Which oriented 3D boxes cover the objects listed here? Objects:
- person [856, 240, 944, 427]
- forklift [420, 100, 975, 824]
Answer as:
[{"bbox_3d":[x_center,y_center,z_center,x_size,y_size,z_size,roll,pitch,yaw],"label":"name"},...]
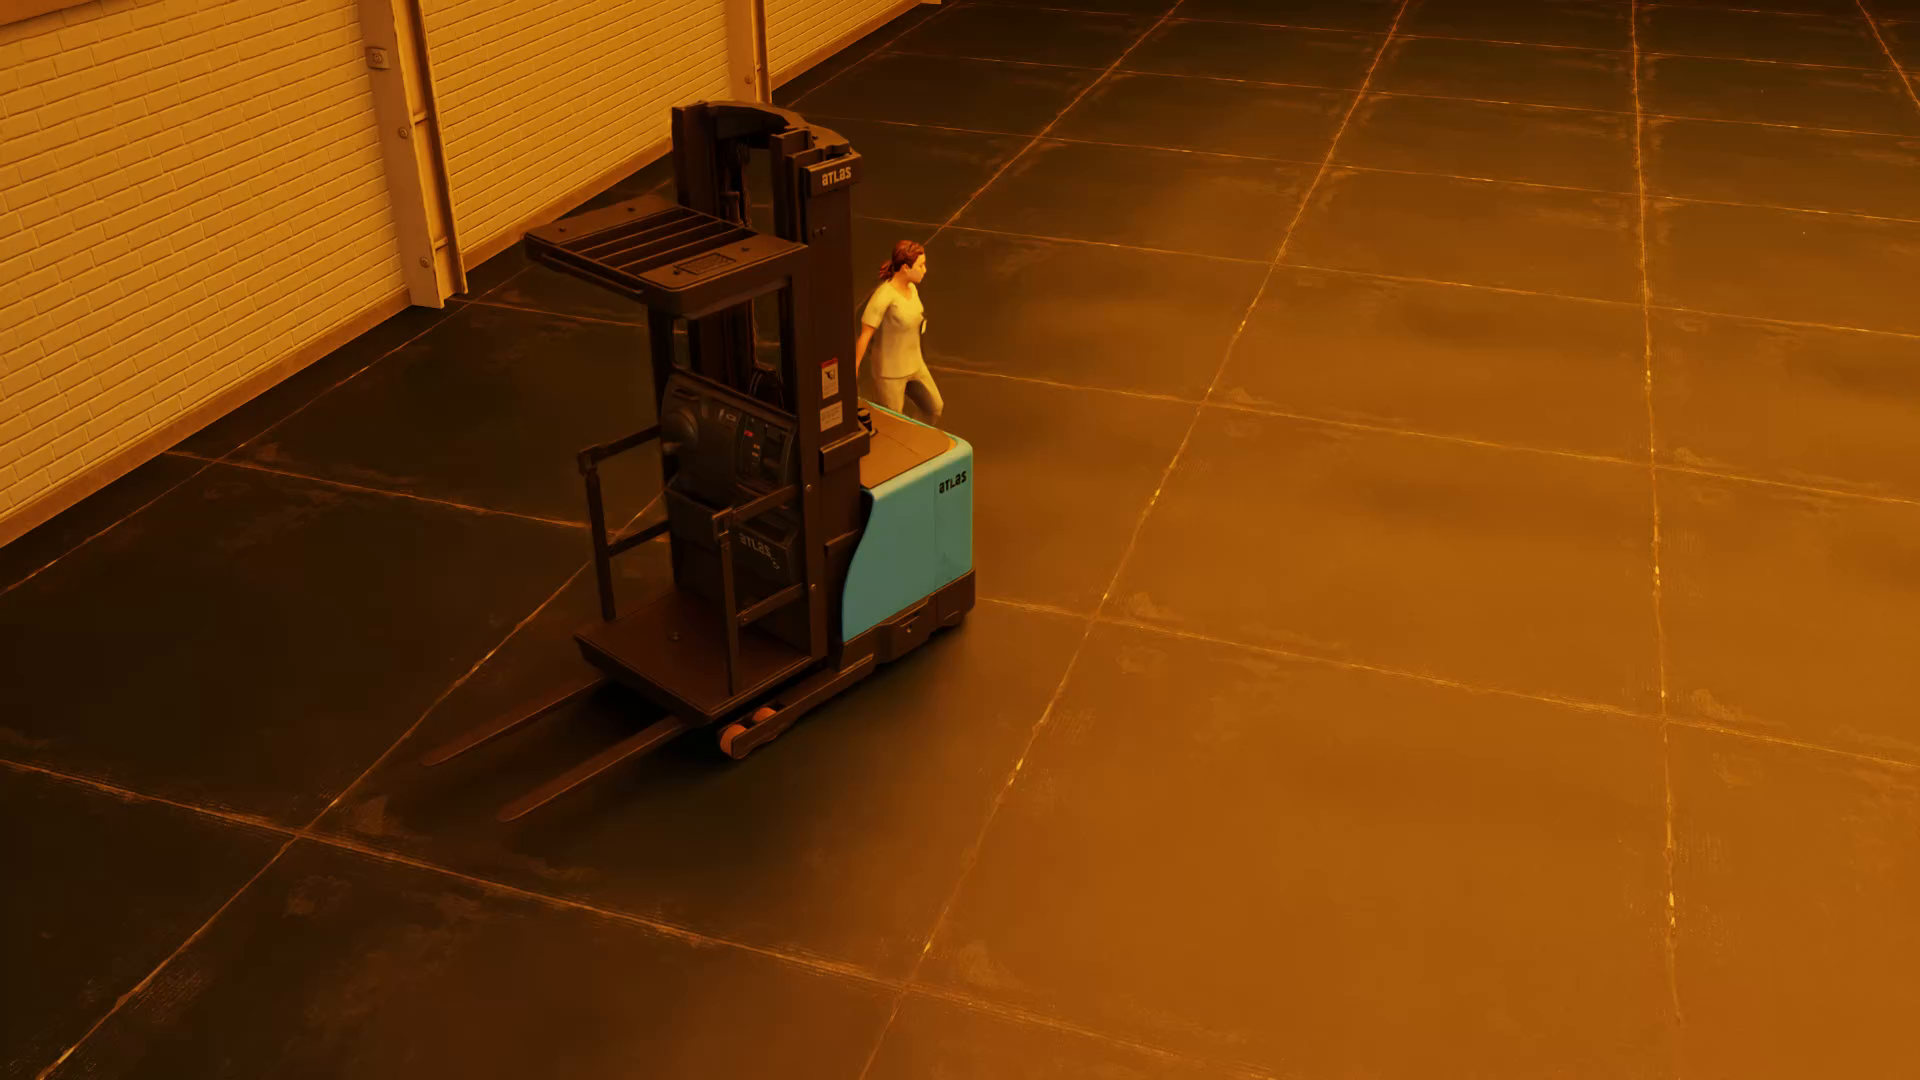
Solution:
[{"bbox_3d":[-0.440,-1.077,10.406,0.463,1.651,0.801,20,35,31],"label":"person"},{"bbox_3d":[-1.278,-0.480,7.978,1.130,2.935,3.031,24,38,36],"label":"forklift"}]
